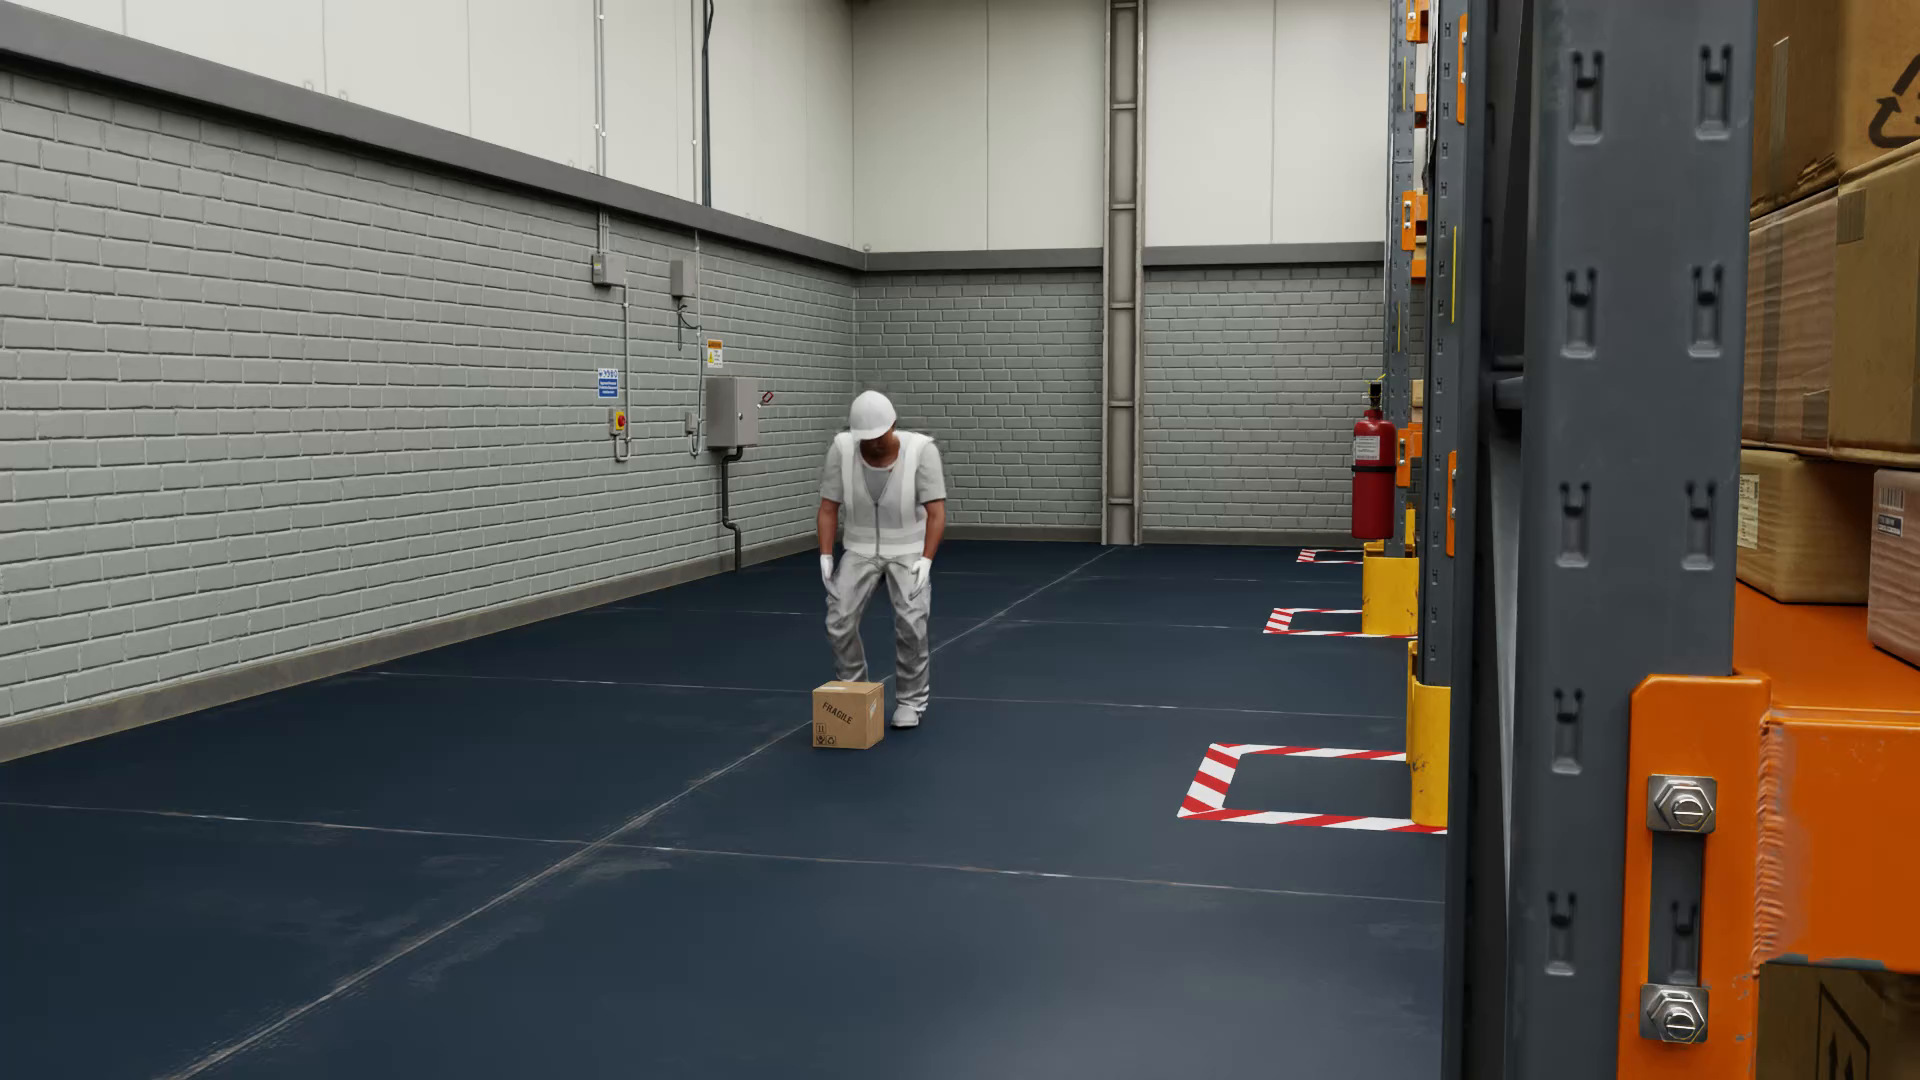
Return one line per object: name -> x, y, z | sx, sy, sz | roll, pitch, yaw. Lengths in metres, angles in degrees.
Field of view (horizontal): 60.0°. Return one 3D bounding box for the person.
person -> -0.343, 0.088, 7.688 | 0.606, 1.552, 0.674 | 1, 5, 14
